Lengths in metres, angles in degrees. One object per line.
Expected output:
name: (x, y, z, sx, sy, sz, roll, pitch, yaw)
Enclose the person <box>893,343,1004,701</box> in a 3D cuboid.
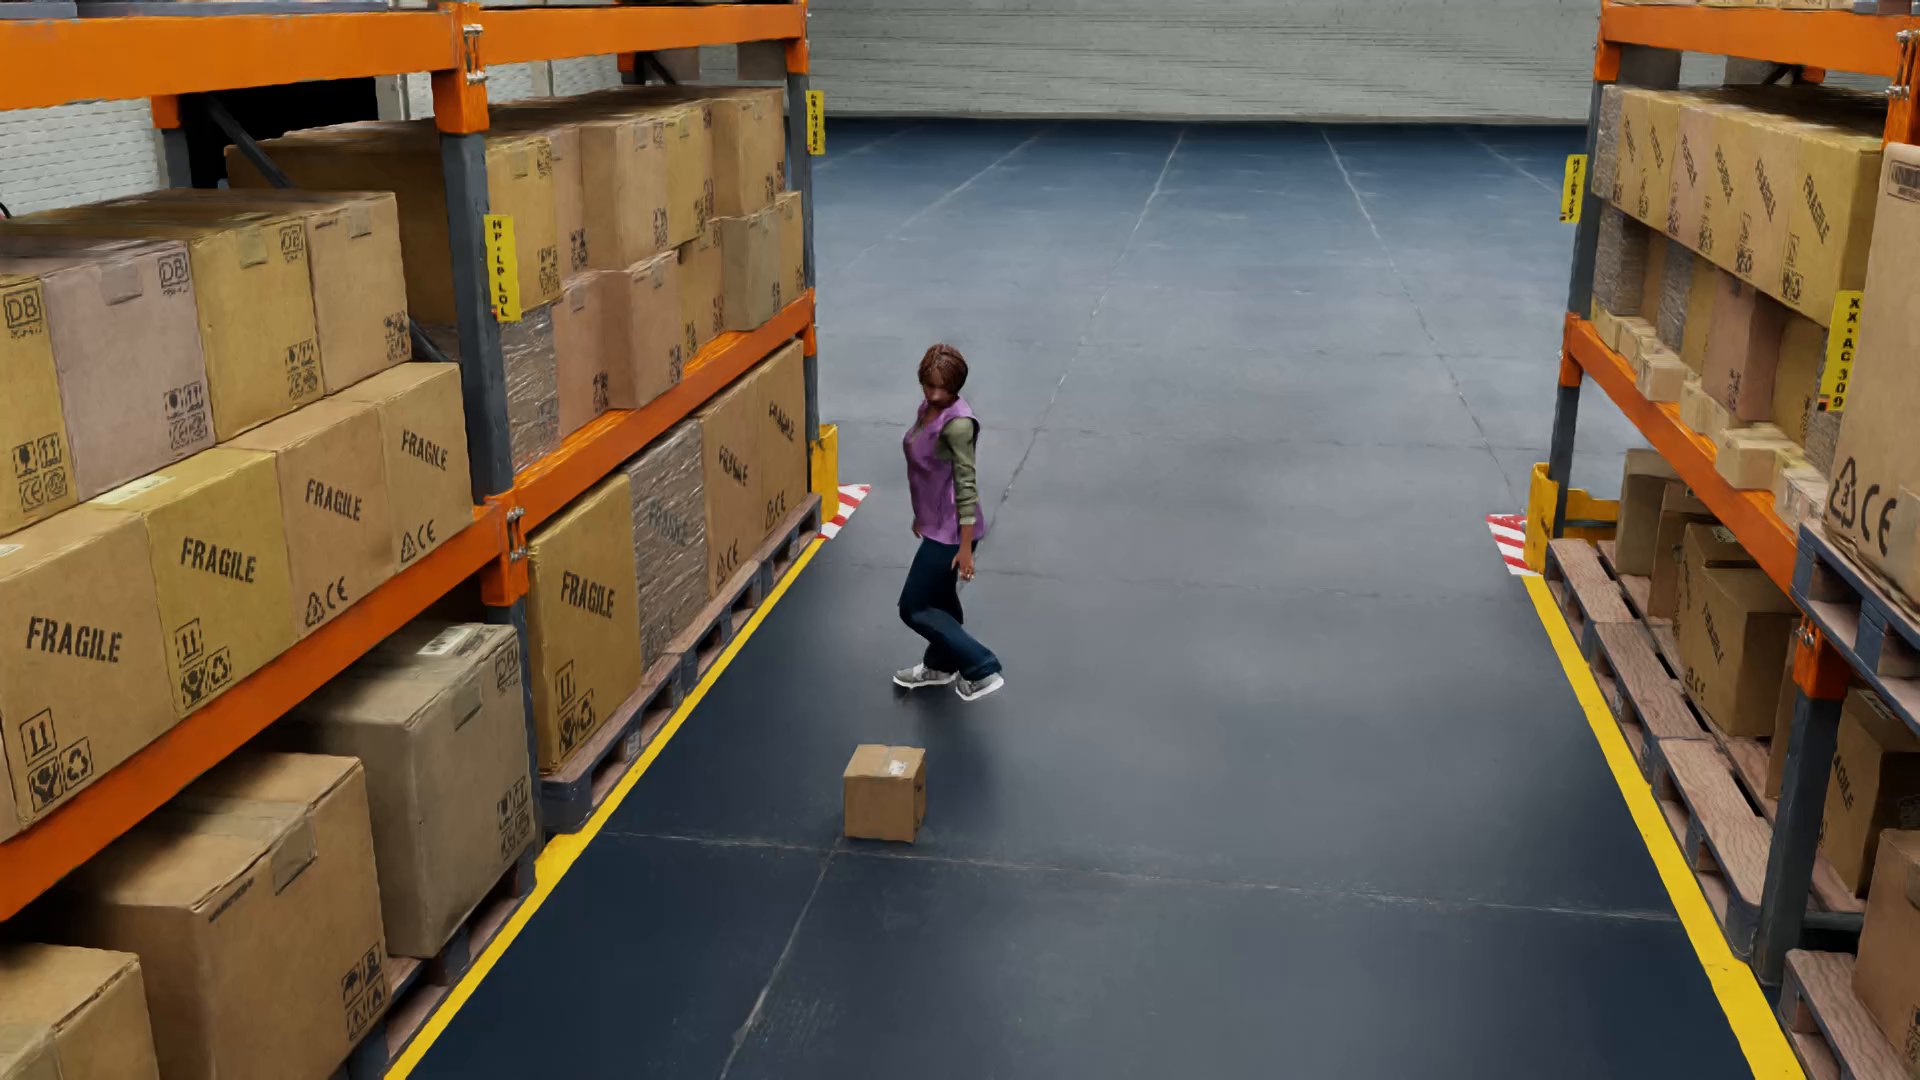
person: (-0.053, -0.053, 6.759, 0.429, 1.571, 0.566, -2, 18, -6)
